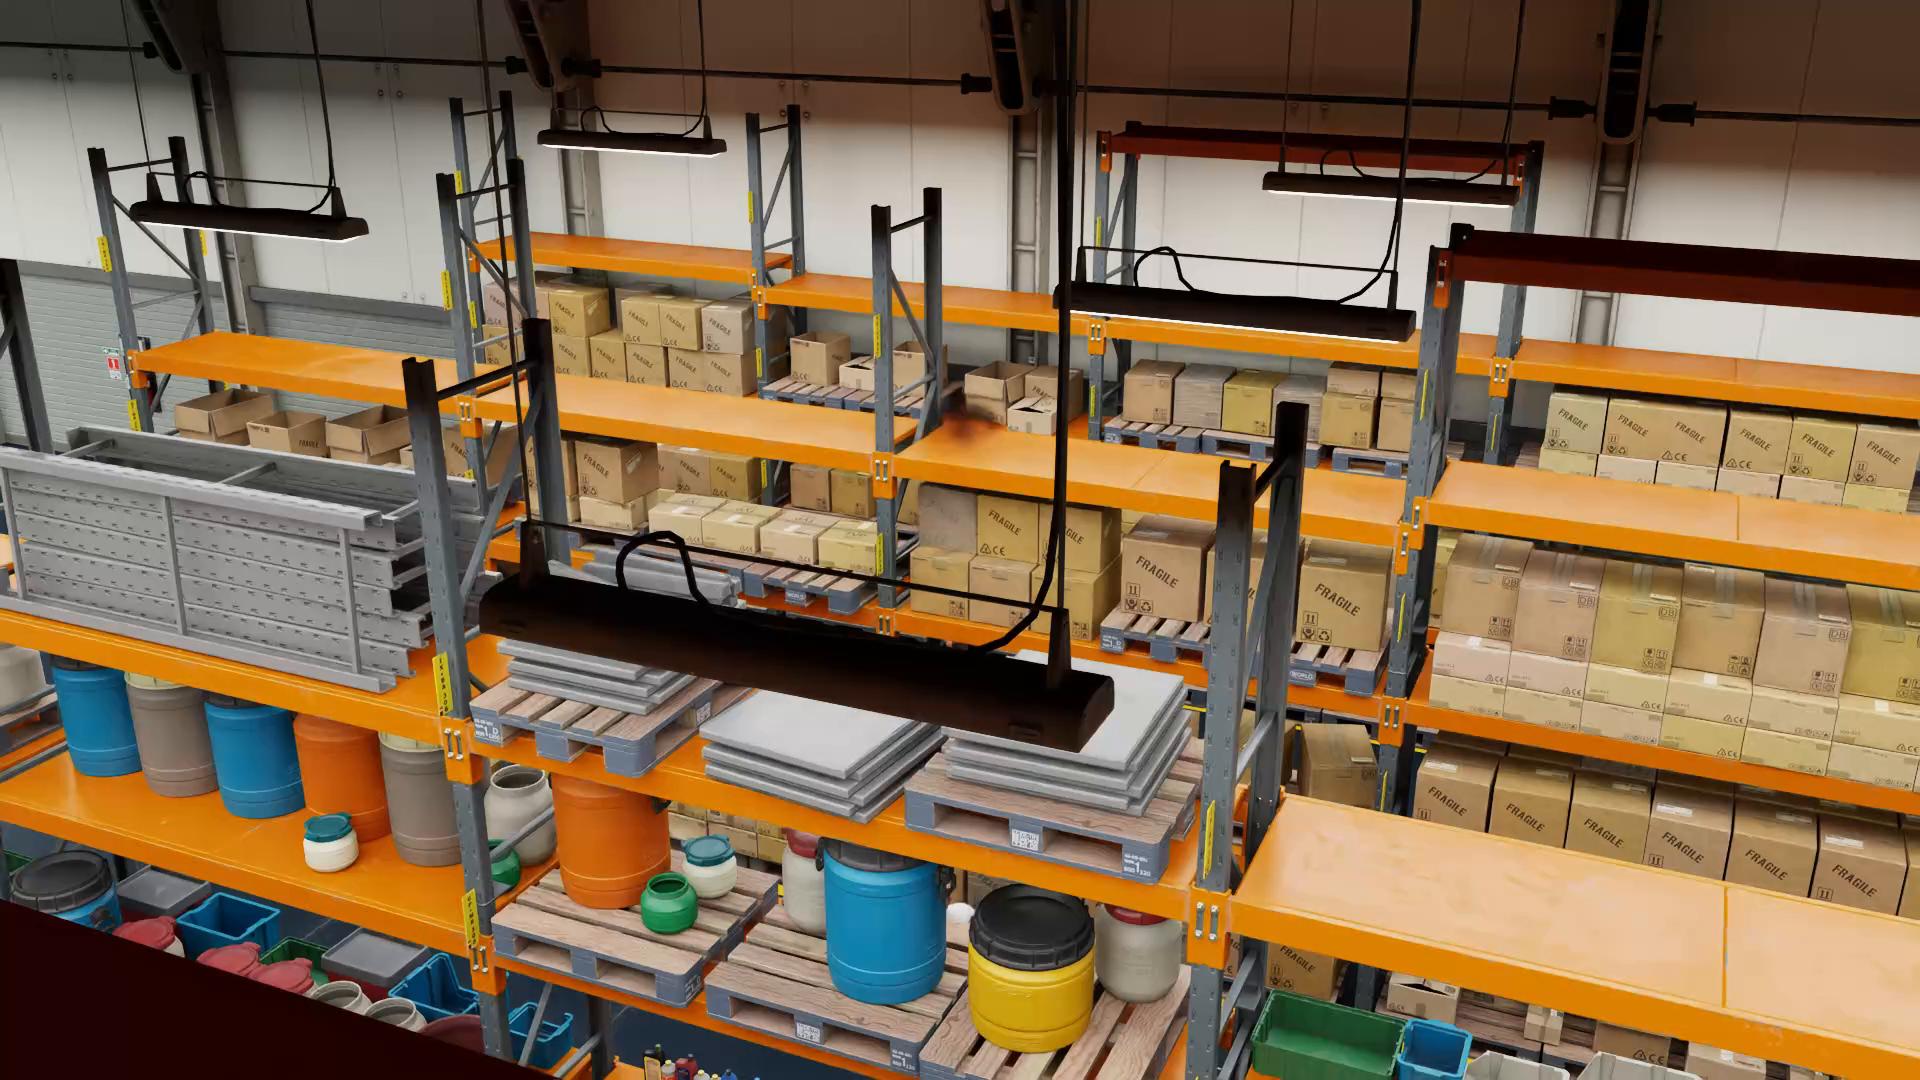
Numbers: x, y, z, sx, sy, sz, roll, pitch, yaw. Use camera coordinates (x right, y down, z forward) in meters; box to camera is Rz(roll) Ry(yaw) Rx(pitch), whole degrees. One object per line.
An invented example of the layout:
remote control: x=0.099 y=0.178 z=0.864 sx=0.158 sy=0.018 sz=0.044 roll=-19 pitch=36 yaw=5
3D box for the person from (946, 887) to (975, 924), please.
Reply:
person: x=-0.174 y=3.184 z=11.865 sx=0.954 sy=1.804 sz=0.571 roll=8 pitch=22 yaw=21

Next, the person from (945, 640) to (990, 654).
person: x=0.082 y=1.012 z=17.536 sx=0.556 sy=1.703 sz=0.481 roll=-10 pitch=23 yaw=-24
